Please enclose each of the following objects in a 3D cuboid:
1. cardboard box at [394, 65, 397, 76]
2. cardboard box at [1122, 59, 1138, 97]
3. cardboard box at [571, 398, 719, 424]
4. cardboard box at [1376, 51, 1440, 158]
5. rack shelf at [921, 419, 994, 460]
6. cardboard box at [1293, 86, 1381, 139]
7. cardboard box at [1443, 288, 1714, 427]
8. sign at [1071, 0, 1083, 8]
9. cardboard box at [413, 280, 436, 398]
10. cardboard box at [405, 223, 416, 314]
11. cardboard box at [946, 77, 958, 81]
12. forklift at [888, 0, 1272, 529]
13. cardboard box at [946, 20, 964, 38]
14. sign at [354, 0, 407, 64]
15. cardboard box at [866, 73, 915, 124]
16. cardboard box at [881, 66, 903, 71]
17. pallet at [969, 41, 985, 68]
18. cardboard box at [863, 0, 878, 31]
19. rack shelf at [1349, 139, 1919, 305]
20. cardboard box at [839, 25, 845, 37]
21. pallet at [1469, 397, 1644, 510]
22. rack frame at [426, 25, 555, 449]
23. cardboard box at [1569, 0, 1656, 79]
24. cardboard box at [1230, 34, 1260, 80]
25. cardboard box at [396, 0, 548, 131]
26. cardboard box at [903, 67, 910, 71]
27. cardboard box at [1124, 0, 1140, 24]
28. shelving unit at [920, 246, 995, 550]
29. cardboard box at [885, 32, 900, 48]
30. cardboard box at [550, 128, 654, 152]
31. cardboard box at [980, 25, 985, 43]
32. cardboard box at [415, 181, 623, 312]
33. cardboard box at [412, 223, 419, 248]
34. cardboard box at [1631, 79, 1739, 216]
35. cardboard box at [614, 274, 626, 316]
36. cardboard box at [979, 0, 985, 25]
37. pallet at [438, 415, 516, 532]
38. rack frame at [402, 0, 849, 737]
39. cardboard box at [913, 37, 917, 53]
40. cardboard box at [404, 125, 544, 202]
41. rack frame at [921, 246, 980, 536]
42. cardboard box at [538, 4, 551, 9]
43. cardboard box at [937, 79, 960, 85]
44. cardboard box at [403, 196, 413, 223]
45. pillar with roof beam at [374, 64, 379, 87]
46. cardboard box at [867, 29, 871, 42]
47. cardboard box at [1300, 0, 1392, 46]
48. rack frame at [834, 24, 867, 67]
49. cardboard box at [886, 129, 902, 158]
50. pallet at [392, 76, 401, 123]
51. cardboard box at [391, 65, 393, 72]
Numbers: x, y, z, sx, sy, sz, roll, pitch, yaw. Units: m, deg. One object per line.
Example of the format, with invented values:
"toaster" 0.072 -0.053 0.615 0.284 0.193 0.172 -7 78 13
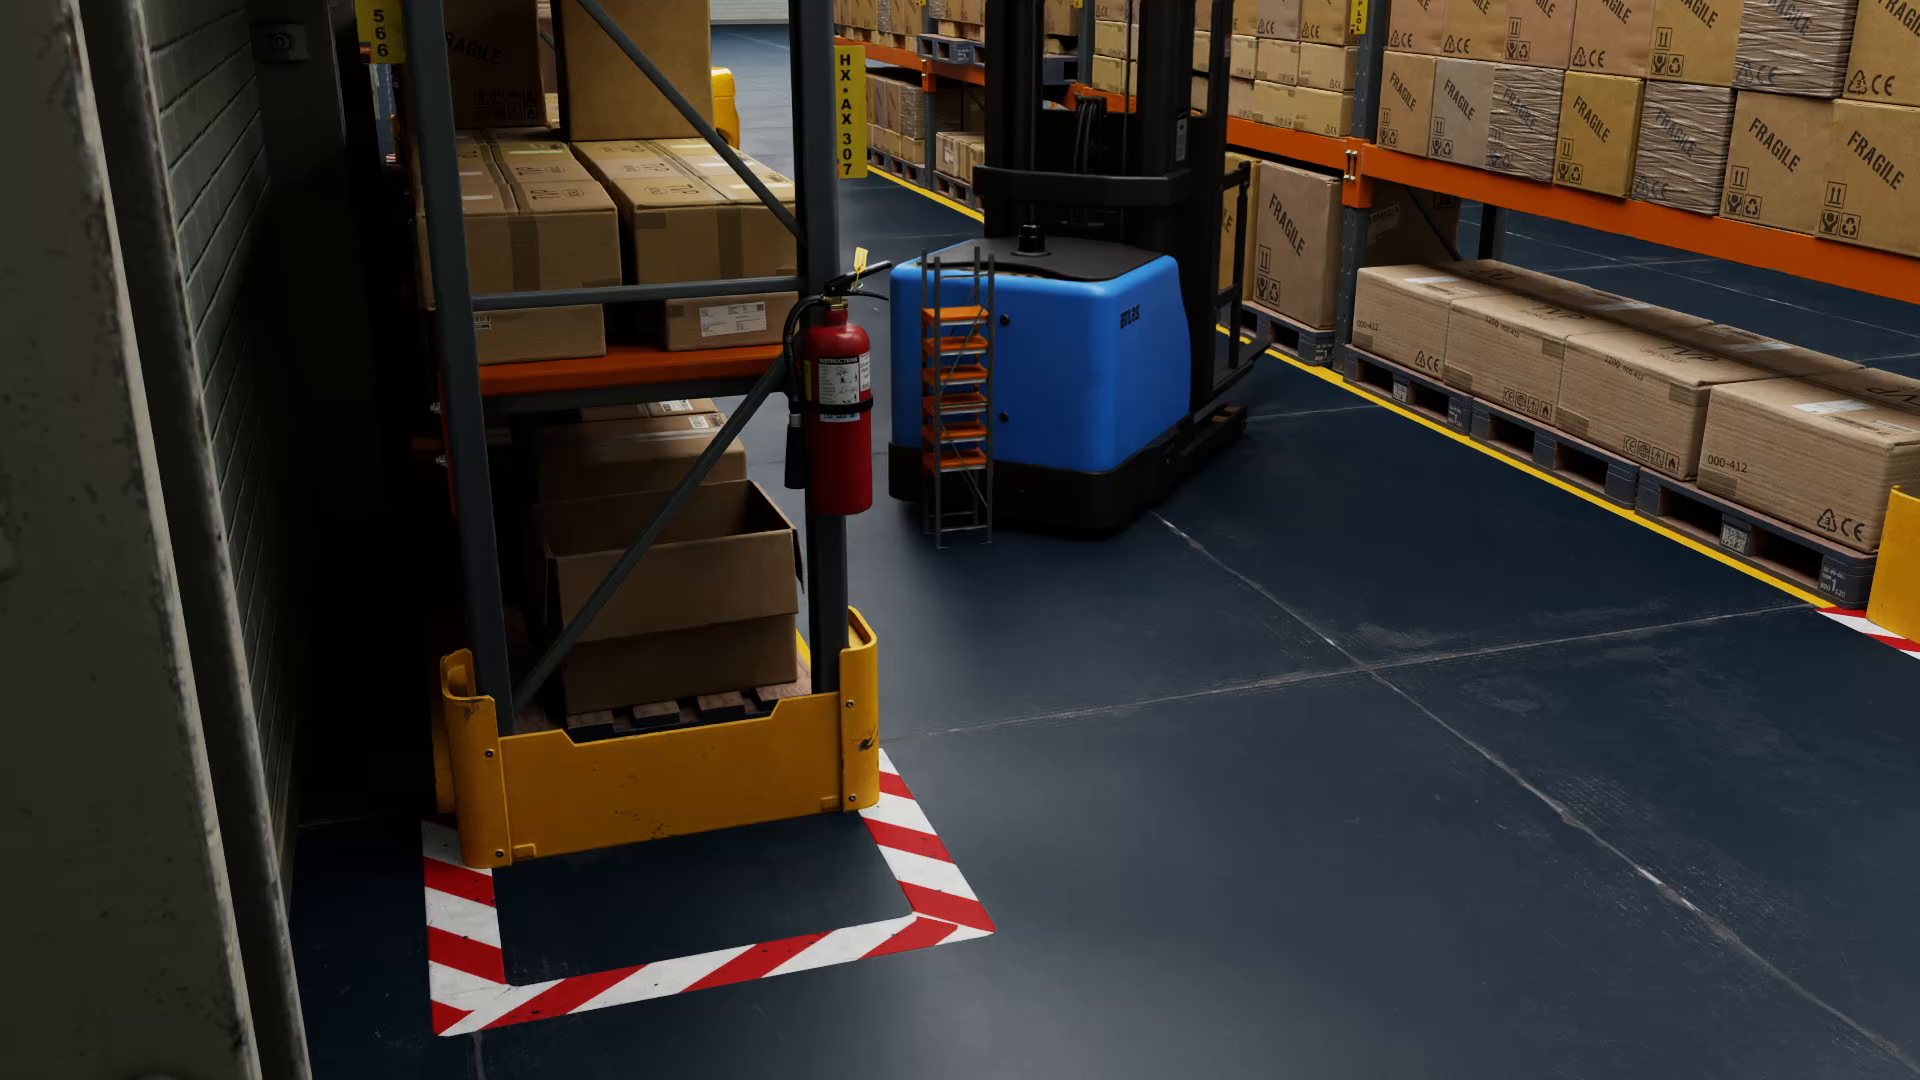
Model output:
"cardboard box" -3.700 -3.230 11.693 0.500 0.250 0.500 -7 21 -18
"cardboard box" 1.488 -3.294 11.873 0.500 0.250 0.500 -7 21 -19
"cardboard box" -1.206 -0.302 6.397 0.500 0.500 0.500 -6 21 -16
"cardboard box" 2.551 -2.297 8.726 0.500 0.500 0.500 -6 21 -15
"rack shelf" -0.011 -0.411 6.773 0.258 0.103 0.180 -6 21 -16
"cardboard box" 2.272 -2.475 9.591 0.500 0.250 0.500 -7 21 -18
"cardboard box" 3.030 -0.920 8.209 0.875 0.438 0.875 -7 21 -19
"sign" 0.883 -4.159 12.462 0.100 0.325 0.005 -6 21 -17
"cardboard box" -2.493 -1.047 8.470 0.500 0.500 0.500 -6 21 -17
"cardboard box" -3.148 -1.710 10.317 0.500 0.500 0.500 -5 20 -14
"cardboard box" 0.063 -4.986 17.739 0.380 0.149 0.250 -6 20 -15
"forklift" 0.789 -1.882 7.820 1.130 2.935 3.031 9 22 24
"cardboard box" 0.082 -4.783 15.545 0.380 0.149 0.250 -6 21 -16
"sign" -1.334 -1.257 3.798 0.100 0.325 0.005 -6 21 -17
"cardboard box" -0.802 -4.911 18.488 0.500 0.500 0.500 -6 21 -16
"cardboard box" -0.620 -5.306 19.589 0.500 0.500 0.500 -6 21 -17
"pallet" 0.734 -4.252 14.602 1.003 0.211 1.213 -6 21 -17
"cardboard box" -0.739 -5.793 18.019 0.500 0.500 0.500 -7 21 -18
"rack shelf" 3.281 -1.448 7.574 1.077 0.370 4.000 -6 21 -17
"cardboard box" -1.209 -6.030 19.638 0.380 0.149 0.250 -6 21 -17
"pallet" 3.204 -0.471 7.916 1.003 0.211 1.213 -6 21 -17
"rack frame" -2.058 -1.900 7.768 1.000 3.000 0.127 -6 21 -17
"cardboard box" 3.032 -2.277 7.191 0.500 0.500 0.500 -7 21 -18
"cardboard box" 1.951 -3.034 10.407 0.500 0.250 0.500 -6 21 -16
"cardboard box" -1.843 -1.816 6.207 0.500 0.500 0.500 -7 21 -19
"cardboard box" -0.441 -5.501 19.171 0.380 0.149 0.250 -6 21 -16
"cardboard box" 1.483 -3.887 11.674 0.500 0.500 0.500 -6 21 -17
"shelving unit" -0.011 -0.566 6.717 0.258 1.200 0.189 -6 21 -16
"cardboard box" -0.575 -5.274 17.533 0.380 0.149 0.250 -7 21 -18
"cardboard box" -1.190 -1.345 6.007 0.500 0.250 0.500 -7 21 -19
"cardboard box" 0.395 -4.443 14.598 0.380 0.149 0.250 -6 20 -15
"cardboard box" -1.198 -0.805 4.501 0.500 0.250 0.500 -6 21 -16
"cardboard box" -1.633 -0.983 5.587 0.380 0.149 0.250 -6 21 -17
"cardboard box" 3.192 -1.645 6.911 0.500 0.500 0.500 -6 21 -16
"cardboard box" -0.883 -0.790 5.049 0.380 0.149 0.250 -7 21 -18
"cardboard box" 0.485 -4.715 14.396 0.500 0.500 0.500 -7 21 -19
"pallet" -1.843 -0.367 7.625 1.003 0.211 1.213 -6 21 -17
"rack frame" -0.801 -0.616 4.194 1.000 3.000 0.127 -6 21 -17
"cardboard box" -0.252 -4.948 16.626 0.380 0.149 0.250 -7 21 -18
"cardboard box" -1.835 -1.455 6.313 0.500 0.250 0.500 -6 21 -16
"rack frame" -0.038 -0.596 6.800 0.240 1.200 0.006 -6 21 -16
"cardboard box" -2.408 -2.741 9.342 0.700 0.500 0.500 -6 21 -17
"cardboard box" 0.029 -4.640 17.736 0.500 0.500 0.500 -6 20 -15
"cardboard box" -3.238 -2.053 10.311 0.380 0.149 0.250 -7 21 -20
"pillar with roof beam" -6.152 -12.563 28.581 9.100 9.000 0.400 -6 21 -17
"cardboard box" -0.820 -5.612 18.476 0.380 0.149 0.250 -6 21 -15
"cardboard box" 2.274 -3.062 9.378 0.500 0.500 0.500 -6 21 -15
"rack frame" -1.119 -6.279 19.960 1.000 3.000 0.127 -6 21 -17
"cardboard box" -0.480 -4.230 17.702 0.500 0.250 0.500 -7 21 -19
"pallet" -3.036 -2.883 10.789 1.213 0.211 1.003 -6 21 -17
"cardboard box" -4.675 -4.208 14.415 0.500 0.250 0.500 -6 21 -16
